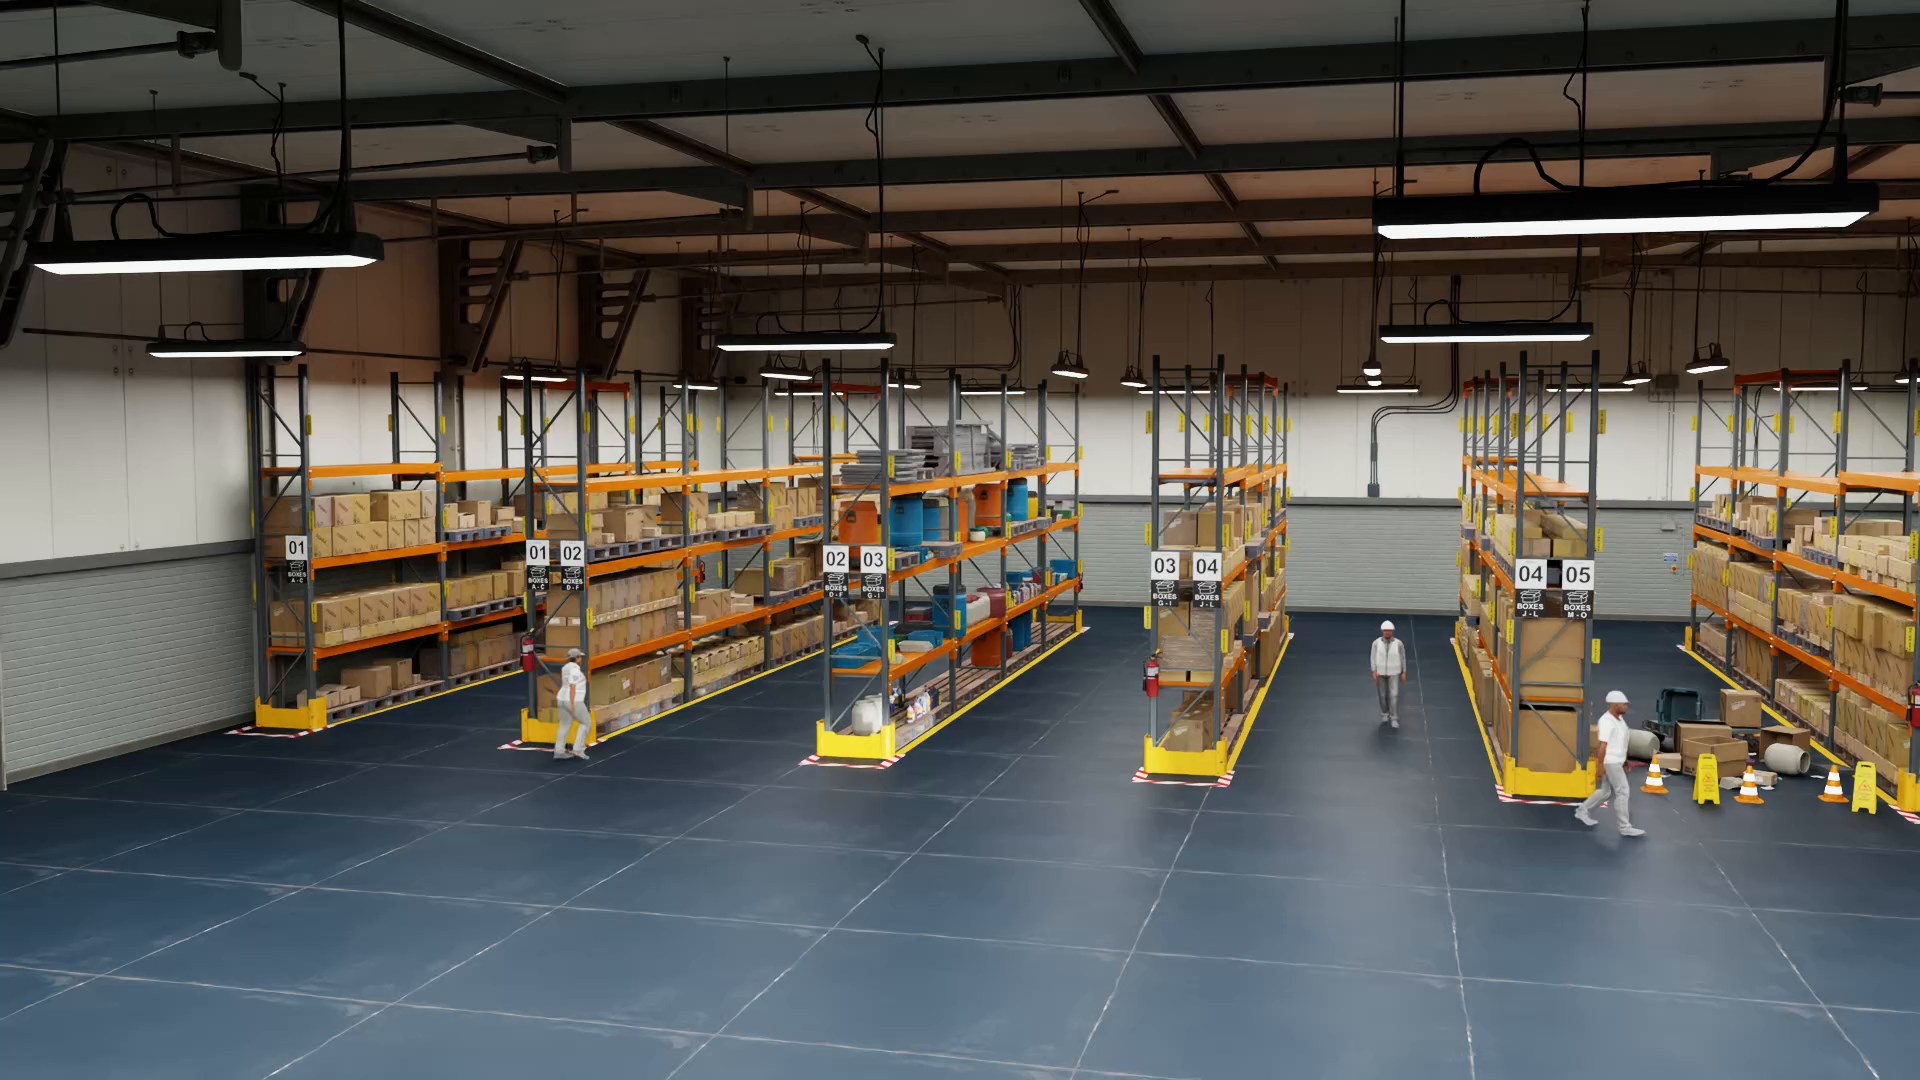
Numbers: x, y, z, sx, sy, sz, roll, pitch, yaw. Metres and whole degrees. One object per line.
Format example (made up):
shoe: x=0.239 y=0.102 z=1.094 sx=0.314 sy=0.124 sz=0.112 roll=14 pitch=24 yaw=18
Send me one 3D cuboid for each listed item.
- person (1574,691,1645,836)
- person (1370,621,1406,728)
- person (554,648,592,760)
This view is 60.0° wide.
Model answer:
person: x=8.017 y=2.728 z=20.462 sx=0.858 sy=1.752 sz=0.585 roll=2 pitch=5 yaw=29
person: x=7.090 y=2.207 z=27.585 sx=0.569 sy=1.727 sz=0.959 roll=2 pitch=4 yaw=22
person: x=-5.849 y=2.466 z=24.941 sx=0.533 sy=1.681 sz=0.512 roll=-3 pitch=5 yaw=-41
